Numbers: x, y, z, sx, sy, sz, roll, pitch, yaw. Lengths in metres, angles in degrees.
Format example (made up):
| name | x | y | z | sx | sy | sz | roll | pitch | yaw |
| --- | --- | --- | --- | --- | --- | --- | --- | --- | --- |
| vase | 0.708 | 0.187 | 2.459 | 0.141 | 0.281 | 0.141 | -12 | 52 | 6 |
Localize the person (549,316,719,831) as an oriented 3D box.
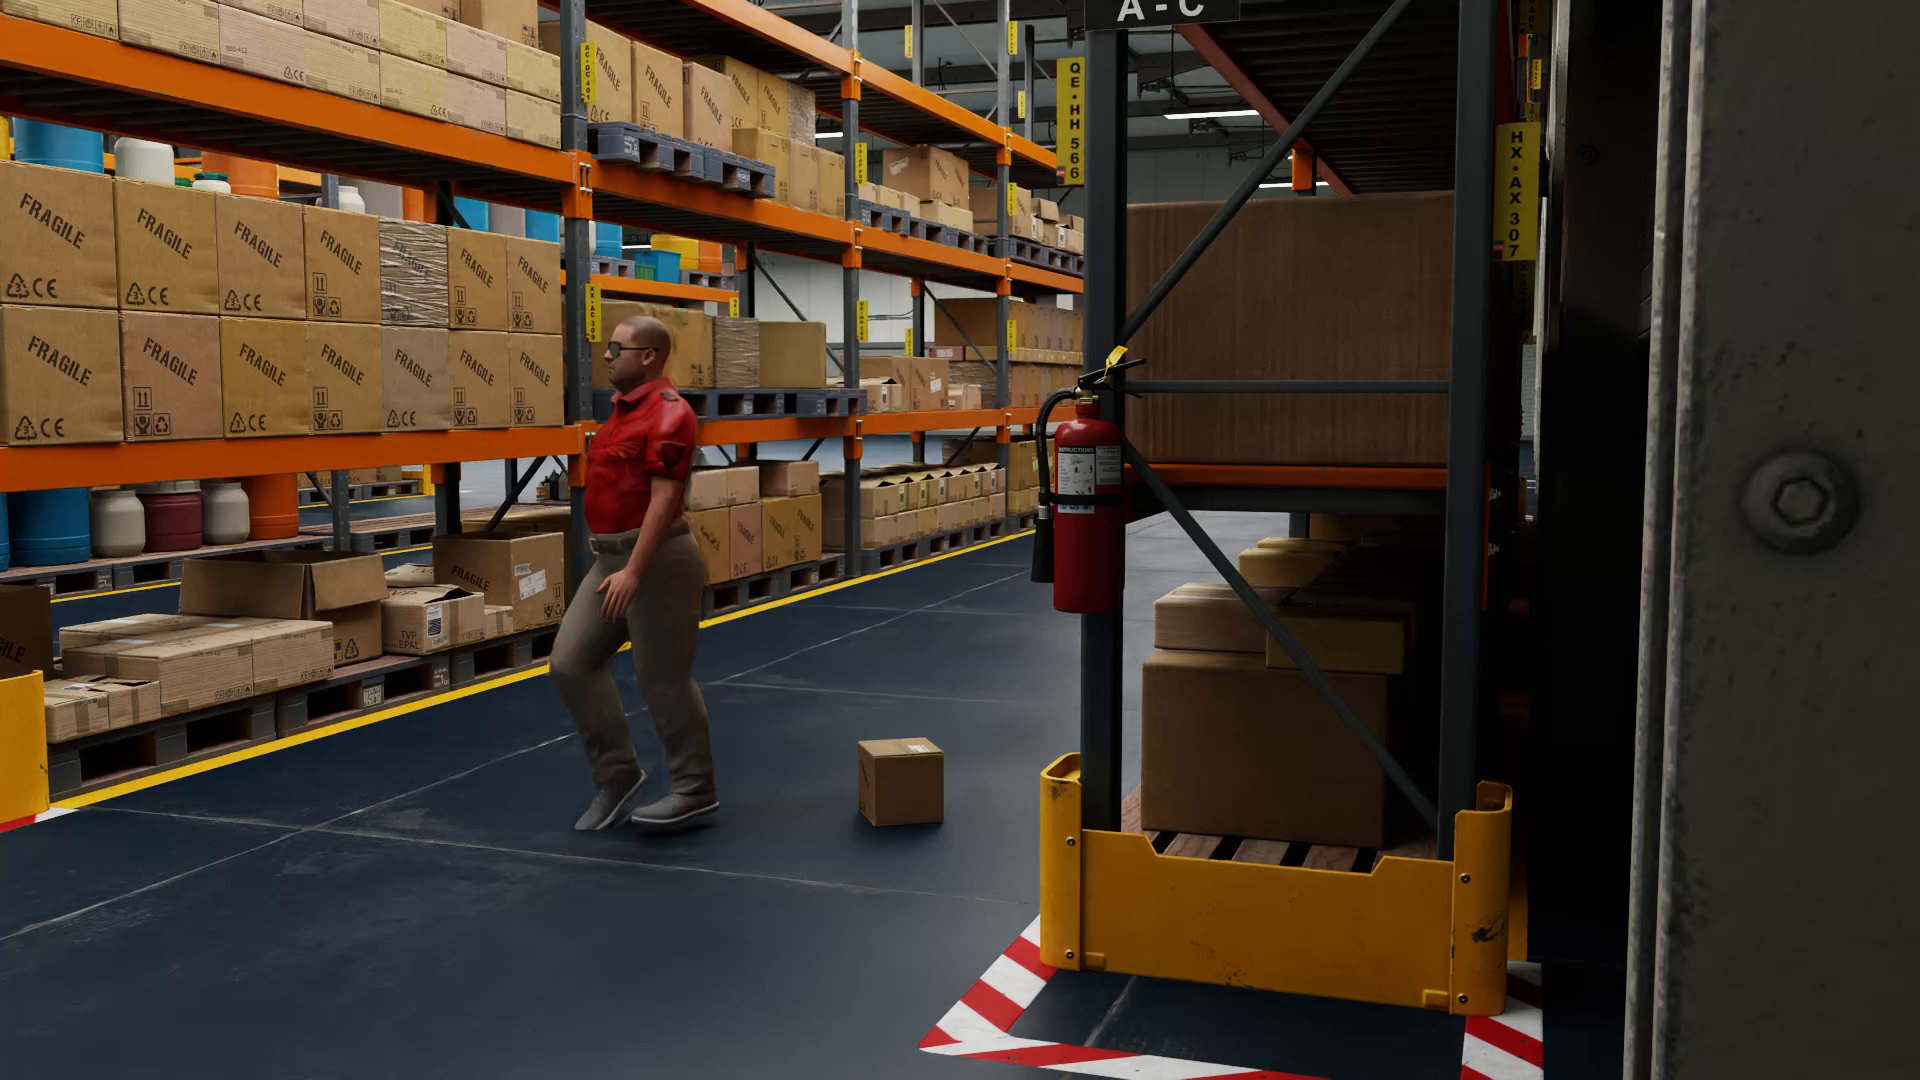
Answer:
| name | x | y | z | sx | sy | sz | roll | pitch | yaw |
| --- | --- | --- | --- | --- | --- | --- | --- | --- | --- |
| person | -1.083 | 0.148 | 5.610 | 0.506 | 1.794 | 0.543 | -4 | 6 | -35 |
